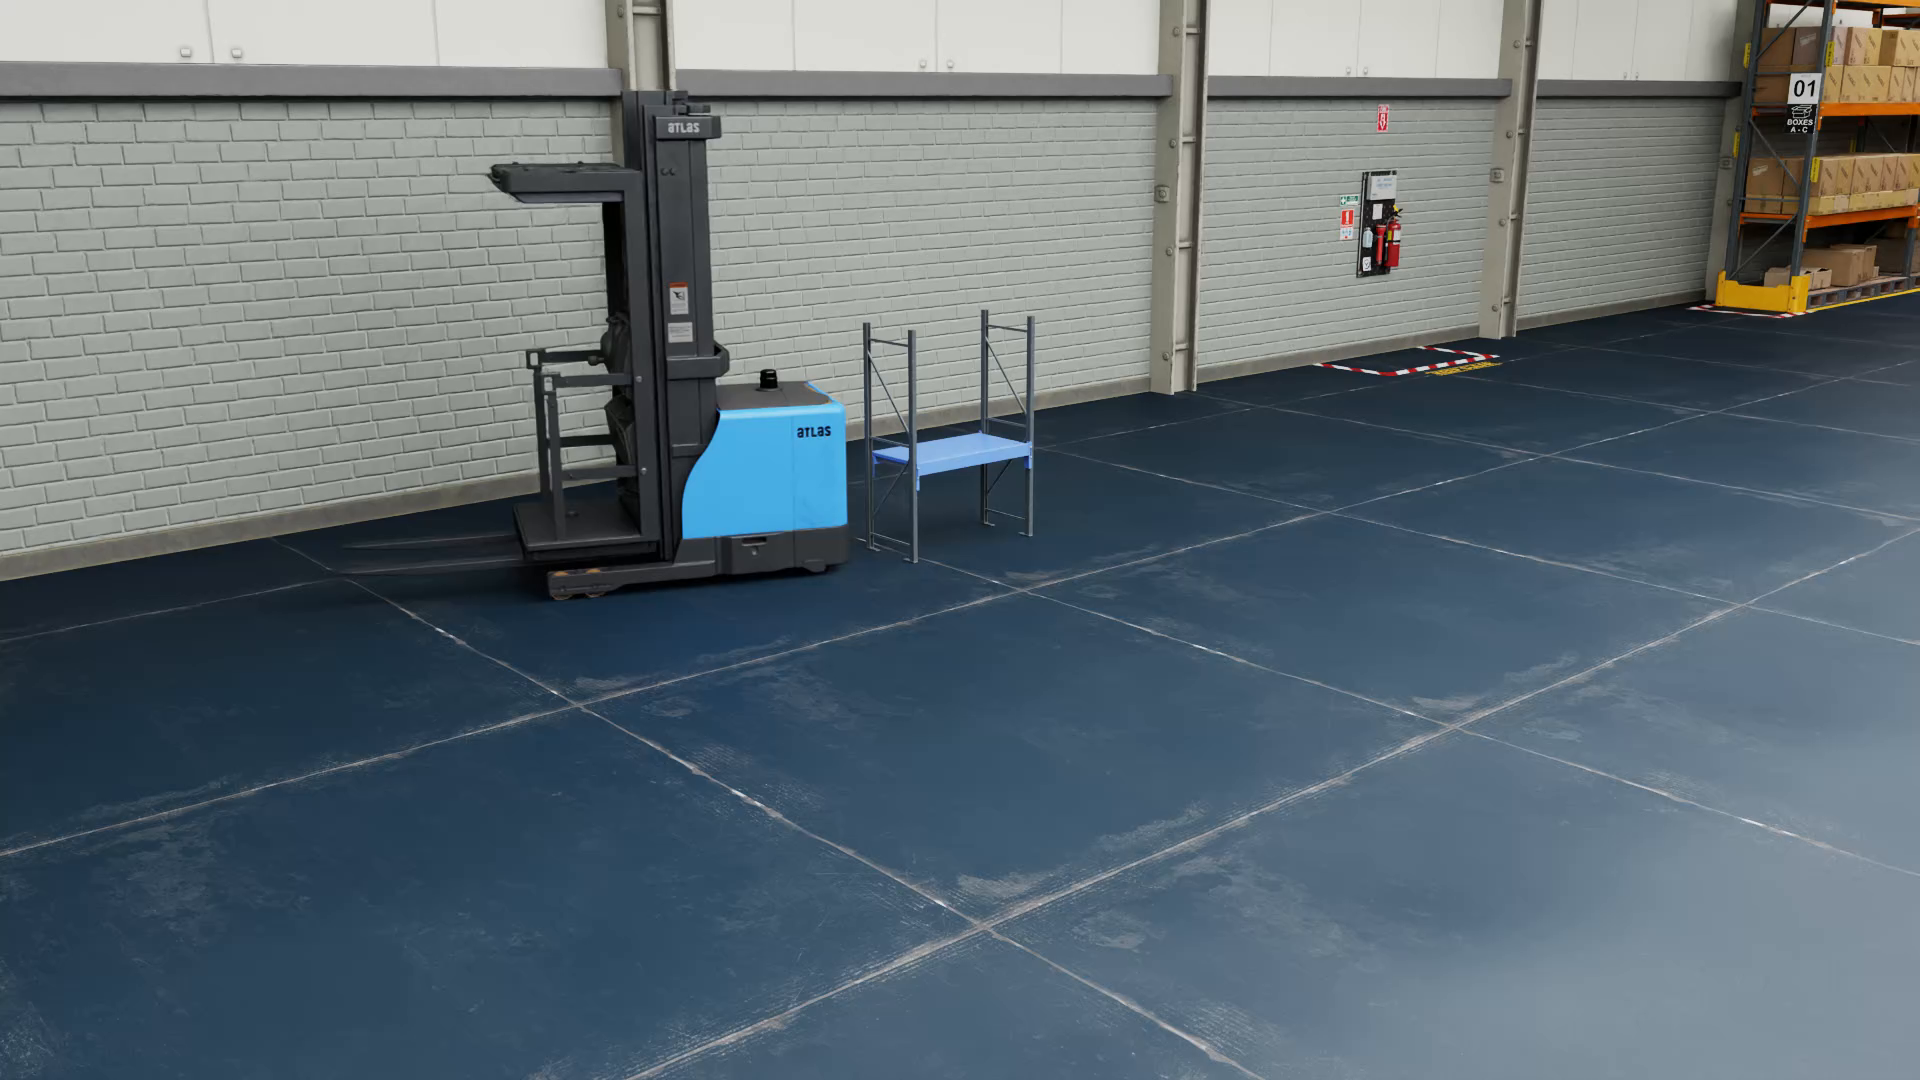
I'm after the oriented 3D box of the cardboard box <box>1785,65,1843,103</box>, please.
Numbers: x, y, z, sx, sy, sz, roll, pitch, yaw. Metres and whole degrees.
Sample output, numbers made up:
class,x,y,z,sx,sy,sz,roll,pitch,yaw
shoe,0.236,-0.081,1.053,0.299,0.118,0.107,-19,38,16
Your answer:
class,x,y,z,sx,sy,sz,roll,pitch,yaw
cardboard box,11.674,-6.233,22.727,0.500,0.500,0.500,-12,19,-38

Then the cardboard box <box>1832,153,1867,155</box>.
class,x,y,z,sx,sy,sz,roll,pitch,yaw
cardboard box,13.390,-5.569,25.086,0.500,0.500,0.500,-13,20,-40

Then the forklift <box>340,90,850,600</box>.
class,x,y,z,sx,sy,sz,roll,pitch,yaw
forklift,-2.269,-1.210,10.101,3.031,2.935,1.130,-5,16,-18

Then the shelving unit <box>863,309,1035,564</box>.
class,x,y,z,sx,sy,sz,roll,pitch,yaw
shelving unit,-0.064,-0.710,11.002,1.048,1.500,0.538,-13,19,-39

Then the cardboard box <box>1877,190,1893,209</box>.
class,x,y,z,sx,sy,sz,roll,pitch,yaw
cardboard box,13.366,-5.022,24.492,0.500,0.250,0.500,-13,20,-40

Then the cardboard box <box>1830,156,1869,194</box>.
class,x,y,z,sx,sy,sz,roll,pitch,yaw
cardboard box,12.588,-5.208,23.733,0.500,0.500,0.500,-13,20,-41

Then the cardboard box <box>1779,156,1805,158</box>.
class,x,y,z,sx,sy,sz,roll,pitch,yaw
cardboard box,11.860,-5.222,23.786,0.500,0.500,0.500,-12,19,-39

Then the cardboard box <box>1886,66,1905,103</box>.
class,x,y,z,sx,sy,sz,roll,pitch,yaw
cardboard box,13.273,-6.585,24.043,0.500,0.500,0.500,-14,20,-41

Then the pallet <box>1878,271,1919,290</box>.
class,x,y,z,sx,sy,sz,roll,pitch,yaw
pallet,14.861,-4.180,26.491,1.213,0.211,1.003,-13,19,-39

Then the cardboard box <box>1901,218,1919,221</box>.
class,x,y,z,sx,sy,sz,roll,pitch,yaw
cardboard box,15.539,-5.055,26.899,0.500,0.250,0.500,-13,20,-41

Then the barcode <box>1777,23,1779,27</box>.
class,x,y,z,sx,sy,sz,roll,pitch,yaw
barcode,11.465,-7.206,23.308,0.075,0.075,0.001,-13,19,-39

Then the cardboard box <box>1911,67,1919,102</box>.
class,x,y,z,sx,sy,sz,roll,pitch,yaw
cardboard box,14.054,-6.769,24.732,0.500,0.500,0.500,-12,19,-38

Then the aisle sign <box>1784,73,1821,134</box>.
class,x,y,z,sx,sy,sz,roll,pitch,yaw
aisle sign,11.400,-5.903,22.500,0.004,0.787,0.394,-13,19,-39

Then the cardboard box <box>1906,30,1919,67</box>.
class,x,y,z,sx,sy,sz,roll,pitch,yaw
cardboard box,13.666,-7.153,24.233,0.500,0.500,0.500,-11,19,-36

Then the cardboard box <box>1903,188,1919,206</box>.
class,x,y,z,sx,sy,sz,roll,pitch,yaw
cardboard box,14.116,-5.193,25.132,0.500,0.250,0.500,-13,19,-39

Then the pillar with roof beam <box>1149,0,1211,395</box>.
class,x,y,z,sx,sy,sz,roll,pitch,yaw
pillar with roof beam,4.991,-5.032,12.652,0.400,9.000,9.100,-13,19,-39

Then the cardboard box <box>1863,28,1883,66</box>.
class,x,y,z,sx,sy,sz,roll,pitch,yaw
cardboard box,12.498,-6.890,23.250,0.500,0.500,0.500,-12,19,-38

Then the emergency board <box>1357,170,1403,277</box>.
class,x,y,z,sx,sy,sz,roll,pitch,yaw
emergency board,4.802,-3.577,18.830,0.643,1.169,0.194,-13,19,-39

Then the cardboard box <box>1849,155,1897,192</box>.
class,x,y,z,sx,sy,sz,roll,pitch,yaw
cardboard box,13.361,-5.386,24.399,0.500,0.500,0.500,-13,20,-41

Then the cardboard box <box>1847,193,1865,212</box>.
class,x,y,z,sx,sy,sz,roll,pitch,yaw
cardboard box,12.604,-4.852,23.853,0.500,0.250,0.500,-13,20,-40

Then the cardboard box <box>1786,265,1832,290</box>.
class,x,y,z,sx,sy,sz,roll,pitch,yaw
cardboard box,12.268,-3.828,24.125,0.500,0.311,0.500,-11,18,-35

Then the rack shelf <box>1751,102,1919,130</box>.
class,x,y,z,sx,sy,sz,roll,pitch,yaw
rack shelf,12.766,-6.158,24.074,4.000,0.370,1.077,-13,19,-39

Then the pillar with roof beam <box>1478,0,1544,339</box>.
class,x,y,z,sx,sy,sz,roll,pitch,yaw
pillar with roof beam,9.517,-6.049,16.457,0.400,9.000,9.100,-13,19,-39

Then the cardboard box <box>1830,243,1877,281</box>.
class,x,y,z,sx,sy,sz,roll,pitch,yaw
cardboard box,13.518,-4.217,25.215,0.500,0.500,0.500,14,21,43

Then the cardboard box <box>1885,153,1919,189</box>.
class,x,y,z,sx,sy,sz,roll,pitch,yaw
cardboard box,14.121,-5.555,25.031,0.500,0.500,0.500,-13,20,-39

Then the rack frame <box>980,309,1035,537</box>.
class,x,y,z,sx,sy,sz,roll,pitch,yaw
rack frame,0.319,-0.796,11.325,0.032,1.500,0.500,-13,19,-39

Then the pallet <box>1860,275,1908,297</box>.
class,x,y,z,sx,sy,sz,roll,pitch,yaw
pallet,13.791,-3.928,25.545,1.213,0.211,1.003,-13,19,-39

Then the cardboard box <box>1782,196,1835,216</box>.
class,x,y,z,sx,sy,sz,roll,pitch,yaw
cardboard box,11.834,-4.676,23.195,0.500,0.250,0.500,-13,20,-41

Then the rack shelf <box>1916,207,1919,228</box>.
class,x,y,z,sx,sy,sz,roll,pitch,yaw
rack shelf,15.784,-5.387,26.998,4.000,0.370,1.077,-13,19,-39

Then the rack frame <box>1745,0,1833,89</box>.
class,x,y,z,sx,sy,sz,roll,pitch,yaw
rack frame,11.257,-7.616,22.326,0.127,3.000,1.000,-13,19,-39

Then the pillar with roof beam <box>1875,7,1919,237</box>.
class,x,y,z,sx,sy,sz,roll,pitch,yaw
pillar with roof beam,18.570,-8.082,24.068,0.400,9.000,9.100,-13,19,-39

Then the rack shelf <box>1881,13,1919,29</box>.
class,x,y,z,sx,sy,sz,roll,pitch,yaw
rack shelf,15.784,-8.092,26.275,4.000,0.370,1.077,-13,19,-39

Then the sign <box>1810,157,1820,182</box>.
class,x,y,z,sx,sy,sz,roll,pitch,yaw
sign,11.614,-5.030,22.593,0.005,0.325,0.100,-13,19,-39

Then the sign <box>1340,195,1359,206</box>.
class,x,y,z,sx,sy,sz,roll,pitch,yaw
sign,4.326,-3.776,18.478,0.331,0.109,0.001,-13,19,-39

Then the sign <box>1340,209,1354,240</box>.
class,x,y,z,sx,sy,sz,roll,pitch,yaw
sign,4.317,-3.521,18.549,0.234,0.329,0.001,-13,19,-39

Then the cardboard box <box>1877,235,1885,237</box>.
class,x,y,z,sx,sy,sz,roll,pitch,yaw
cardboard box,15.176,-4.626,26.746,0.500,0.500,0.700,-13,20,-40

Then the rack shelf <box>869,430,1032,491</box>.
class,x,y,z,sx,sy,sz,roll,pitch,yaw
rack shelf,-0.064,-0.536,11.049,1.000,0.185,0.538,-13,19,-39

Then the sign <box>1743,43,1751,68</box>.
class,x,y,z,sx,sy,sz,roll,pitch,yaw
sign,10.908,-6.706,23.016,0.005,0.325,0.100,-13,19,-39

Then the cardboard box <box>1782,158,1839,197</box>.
class,x,y,z,sx,sy,sz,roll,pitch,yaw
cardboard box,11.815,-5.040,23.104,0.500,0.500,0.500,-13,19,-39

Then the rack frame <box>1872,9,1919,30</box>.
class,x,y,z,sx,sy,sz,roll,pitch,yaw
rack frame,14.275,-8.294,24.862,0.127,3.000,1.000,-13,19,-39

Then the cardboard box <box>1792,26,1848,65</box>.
class,x,y,z,sx,sy,sz,roll,pitch,yaw
cardboard box,11.707,-6.726,22.636,0.500,0.500,0.500,14,21,43

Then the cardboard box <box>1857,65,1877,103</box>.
class,x,y,z,sx,sy,sz,roll,pitch,yaw
cardboard box,12.491,-6.406,23.374,0.500,0.500,0.500,-12,19,-37
